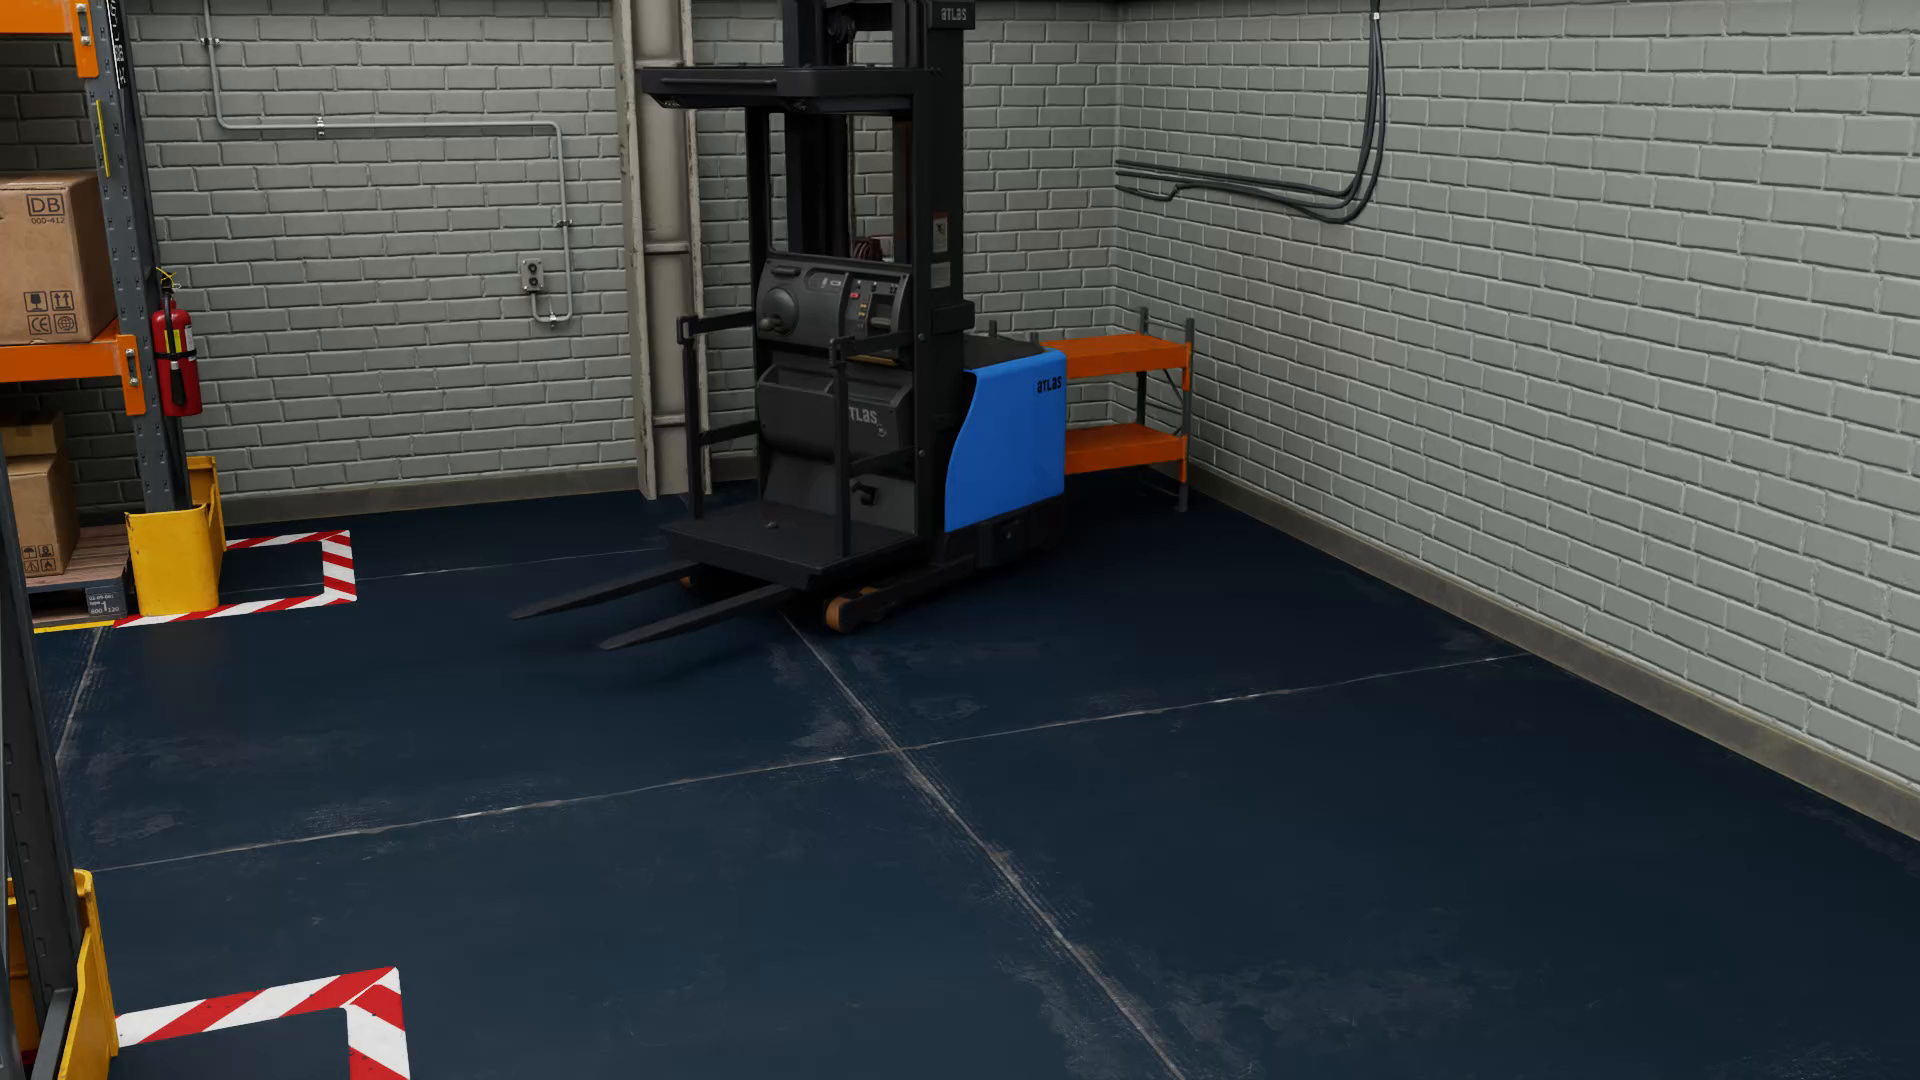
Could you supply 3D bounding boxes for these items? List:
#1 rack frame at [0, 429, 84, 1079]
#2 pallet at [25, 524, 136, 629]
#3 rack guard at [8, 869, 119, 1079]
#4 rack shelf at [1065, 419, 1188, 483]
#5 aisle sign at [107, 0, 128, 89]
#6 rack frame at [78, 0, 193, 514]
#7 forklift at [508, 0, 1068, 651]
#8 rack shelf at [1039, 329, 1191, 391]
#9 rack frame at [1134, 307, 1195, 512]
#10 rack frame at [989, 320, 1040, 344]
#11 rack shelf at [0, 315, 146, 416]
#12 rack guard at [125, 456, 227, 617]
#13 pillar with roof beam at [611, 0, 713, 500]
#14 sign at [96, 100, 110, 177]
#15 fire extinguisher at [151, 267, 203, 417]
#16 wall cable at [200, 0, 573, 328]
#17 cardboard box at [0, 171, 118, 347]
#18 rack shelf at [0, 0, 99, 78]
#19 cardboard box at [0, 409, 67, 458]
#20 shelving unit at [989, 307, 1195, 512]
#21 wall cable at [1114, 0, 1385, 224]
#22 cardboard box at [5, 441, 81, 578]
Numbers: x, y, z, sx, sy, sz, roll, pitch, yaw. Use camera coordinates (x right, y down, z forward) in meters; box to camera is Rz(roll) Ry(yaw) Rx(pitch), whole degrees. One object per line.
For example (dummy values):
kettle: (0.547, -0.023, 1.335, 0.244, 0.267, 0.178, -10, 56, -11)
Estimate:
rack frame: (-2.168, 0.064, 3.555, 0.127, 3.000, 1.000, -6, 17, -20)
pallet: (-4.662, 0.201, 8.040, 1.213, 0.211, 1.003, -6, 17, -20)
rack guard: (-2.239, 1.271, 3.881, 0.348, 0.500, 1.175, -6, 17, -20)
rack shelf: (0.741, -0.463, 9.545, 1.000, 0.278, 0.538, -9, 18, -27)
aisle sign: (-3.769, -2.414, 7.382, 0.004, 0.787, 0.394, -6, 17, -20)
rack frame: (-3.944, -1.239, 7.992, 0.127, 3.000, 1.000, -6, 17, -20)
forklift: (-0.745, -1.136, 7.763, 1.130, 2.935, 3.031, 13, 21, 37)
rack shelf: (0.741, -0.978, 9.394, 1.000, 0.278, 0.538, -9, 18, -27)
rack frame: (1.188, -0.765, 9.708, 0.032, 1.125, 0.500, -9, 18, -27)
rack frame: (0.294, -0.629, 9.245, 0.032, 1.125, 0.500, -9, 18, -27)
rack shelf: (-5.811, -0.692, 7.407, 4.000, 0.370, 1.077, -6, 17, -20)
rack guard: (-3.921, -0.042, 8.352, 0.348, 0.500, 1.175, -6, 17, -20)
pillar with roof beam: (-0.192, -3.484, 4.992, 0.400, 9.000, 9.100, -6, 17, -20)
sign: (-3.763, -1.764, 7.305, 0.005, 0.325, 0.100, -6, 17, -20)
fire extinguisher: (-3.638, -0.916, 7.694, 0.183, 0.674, 0.296, -6, 17, -20)
wall cable: (-3.087, -2.104, 9.136, 1.851, 1.984, 0.084, -6, 17, -20)
cardboard box: (-4.417, -1.328, 7.766, 0.700, 0.700, 0.980, -5, 17, -18)
rack shelf: (-5.811, -2.131, 6.984, 4.000, 0.370, 1.077, -6, 17, -20)
cardboard box: (-4.517, -0.520, 8.086, 0.250, 0.149, 0.380, -6, 17, -20)
shelving unit: (0.741, -0.697, 9.477, 1.048, 1.125, 0.538, -9, 18, -27)
wall cable: (1.465, -3.103, 9.206, 0.112, 2.526, 3.097, -6, 17, -20)
cardboard box: (-4.562, -0.144, 7.955, 0.500, 0.500, 0.700, -6, 17, -20)
